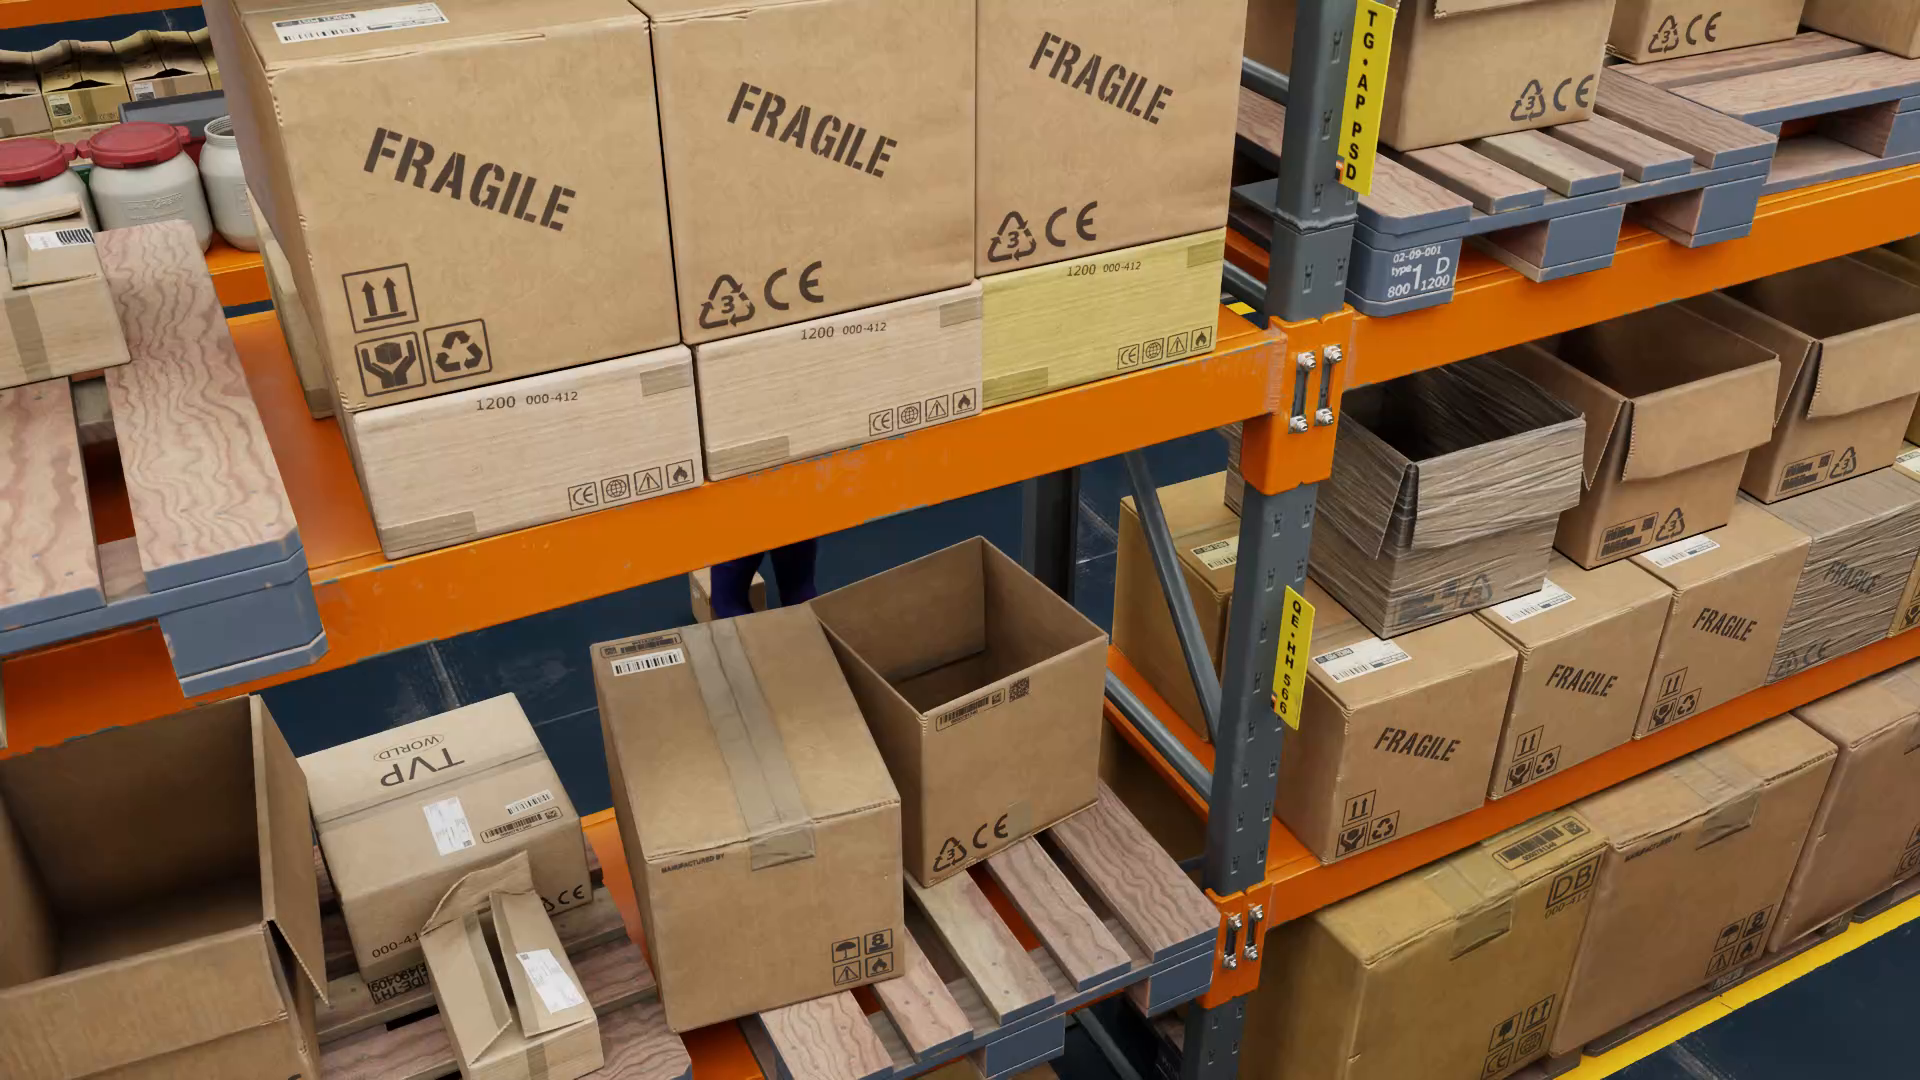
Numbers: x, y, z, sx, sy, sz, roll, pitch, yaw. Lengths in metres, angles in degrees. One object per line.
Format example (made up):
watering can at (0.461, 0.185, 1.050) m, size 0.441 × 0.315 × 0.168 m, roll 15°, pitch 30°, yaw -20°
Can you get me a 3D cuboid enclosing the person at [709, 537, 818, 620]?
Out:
person at (-0.770, -0.005, 6.345) m, size 0.473 × 1.457 × 0.337 m, roll -15°, pitch 36°, yaw -22°
